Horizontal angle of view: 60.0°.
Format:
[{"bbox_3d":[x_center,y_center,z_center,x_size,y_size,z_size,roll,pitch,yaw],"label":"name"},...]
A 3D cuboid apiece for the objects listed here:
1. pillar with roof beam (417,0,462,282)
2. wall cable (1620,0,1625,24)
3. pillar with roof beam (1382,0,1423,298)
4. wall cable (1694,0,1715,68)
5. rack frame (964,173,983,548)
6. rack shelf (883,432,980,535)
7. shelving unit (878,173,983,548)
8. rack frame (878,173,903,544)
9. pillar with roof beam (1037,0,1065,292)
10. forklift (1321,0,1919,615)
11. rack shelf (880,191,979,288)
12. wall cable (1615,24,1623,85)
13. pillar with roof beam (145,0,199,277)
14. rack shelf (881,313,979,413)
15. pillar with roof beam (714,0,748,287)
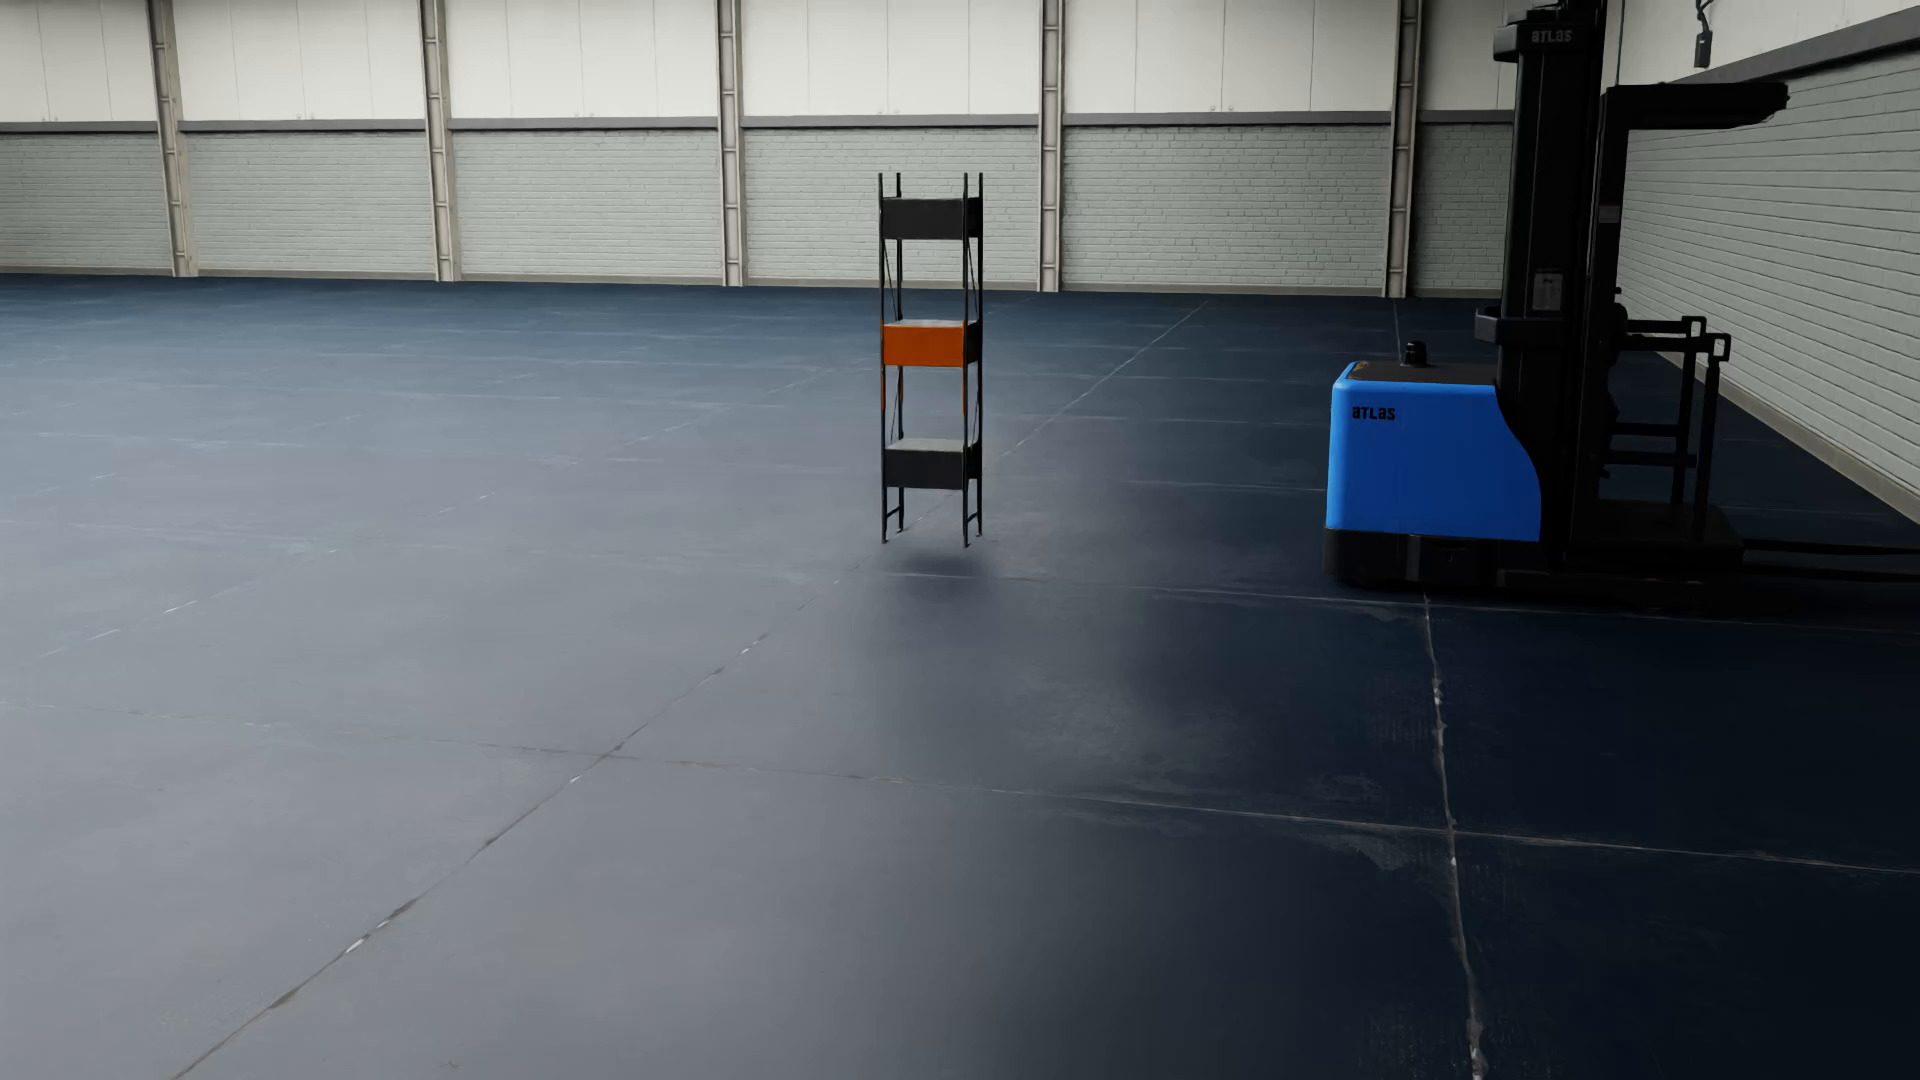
[{"bbox_3d":[-11.078,-8.583,27.643,0.400,9.000,9.100,3,13,14],"label":"pillar with roof beam"},{"bbox_3d":[9.324,-8.504,22.796,0.112,2.526,3.097,3,13,14],"label":"wall cable"},{"bbox_3d":[6.397,-7.649,23.433,0.400,9.000,9.100,3,13,14],"label":"pillar with roof beam"},{"bbox_3d":[7.682,-7.788,16.208,0.169,6.003,2.305,3,13,14],"label":"wall cable"},{"bbox_3d":[0.076,-1.021,9.488,0.015,2.100,0.400,3,13,14],"label":"rack frame"},{"bbox_3d":[-0.161,-0.337,9.700,0.480,0.518,0.431,3,13,14],"label":"rack shelf"},{"bbox_3d":[-0.161,-1.034,9.545,0.503,2.100,0.431,3,13,14],"label":"shelving unit"},{"bbox_3d":[-0.398,-1.046,9.602,0.015,2.100,0.400,3,13,14],"label":"rack frame"},{"bbox_3d":[0.572,-7.960,24.836,0.400,9.000,9.100,3,13,14],"label":"pillar with roof beam"},{"bbox_3d":[3.462,-1.194,8.349,3.031,2.935,1.130,4,13,17],"label":"forklift"},{"bbox_3d":[-0.161,-1.704,9.396,0.480,0.518,0.431,3,13,14],"label":"rack shelf"},{"bbox_3d":[9.972,-6.607,25.907,0.112,2.526,3.097,3,13,14],"label":"wall cable"},{"bbox_3d":[-16.903,-8.894,29.046,0.400,9.000,9.100,3,13,14],"label":"pillar with roof beam"},{"bbox_3d":[-0.161,-1.020,9.548,0.480,0.518,0.431,3,13,14],"label":"rack shelf"},{"bbox_3d":[-5.253,-8.271,26.239,0.400,9.000,9.100,3,13,14],"label":"pillar with roof beam"}]
